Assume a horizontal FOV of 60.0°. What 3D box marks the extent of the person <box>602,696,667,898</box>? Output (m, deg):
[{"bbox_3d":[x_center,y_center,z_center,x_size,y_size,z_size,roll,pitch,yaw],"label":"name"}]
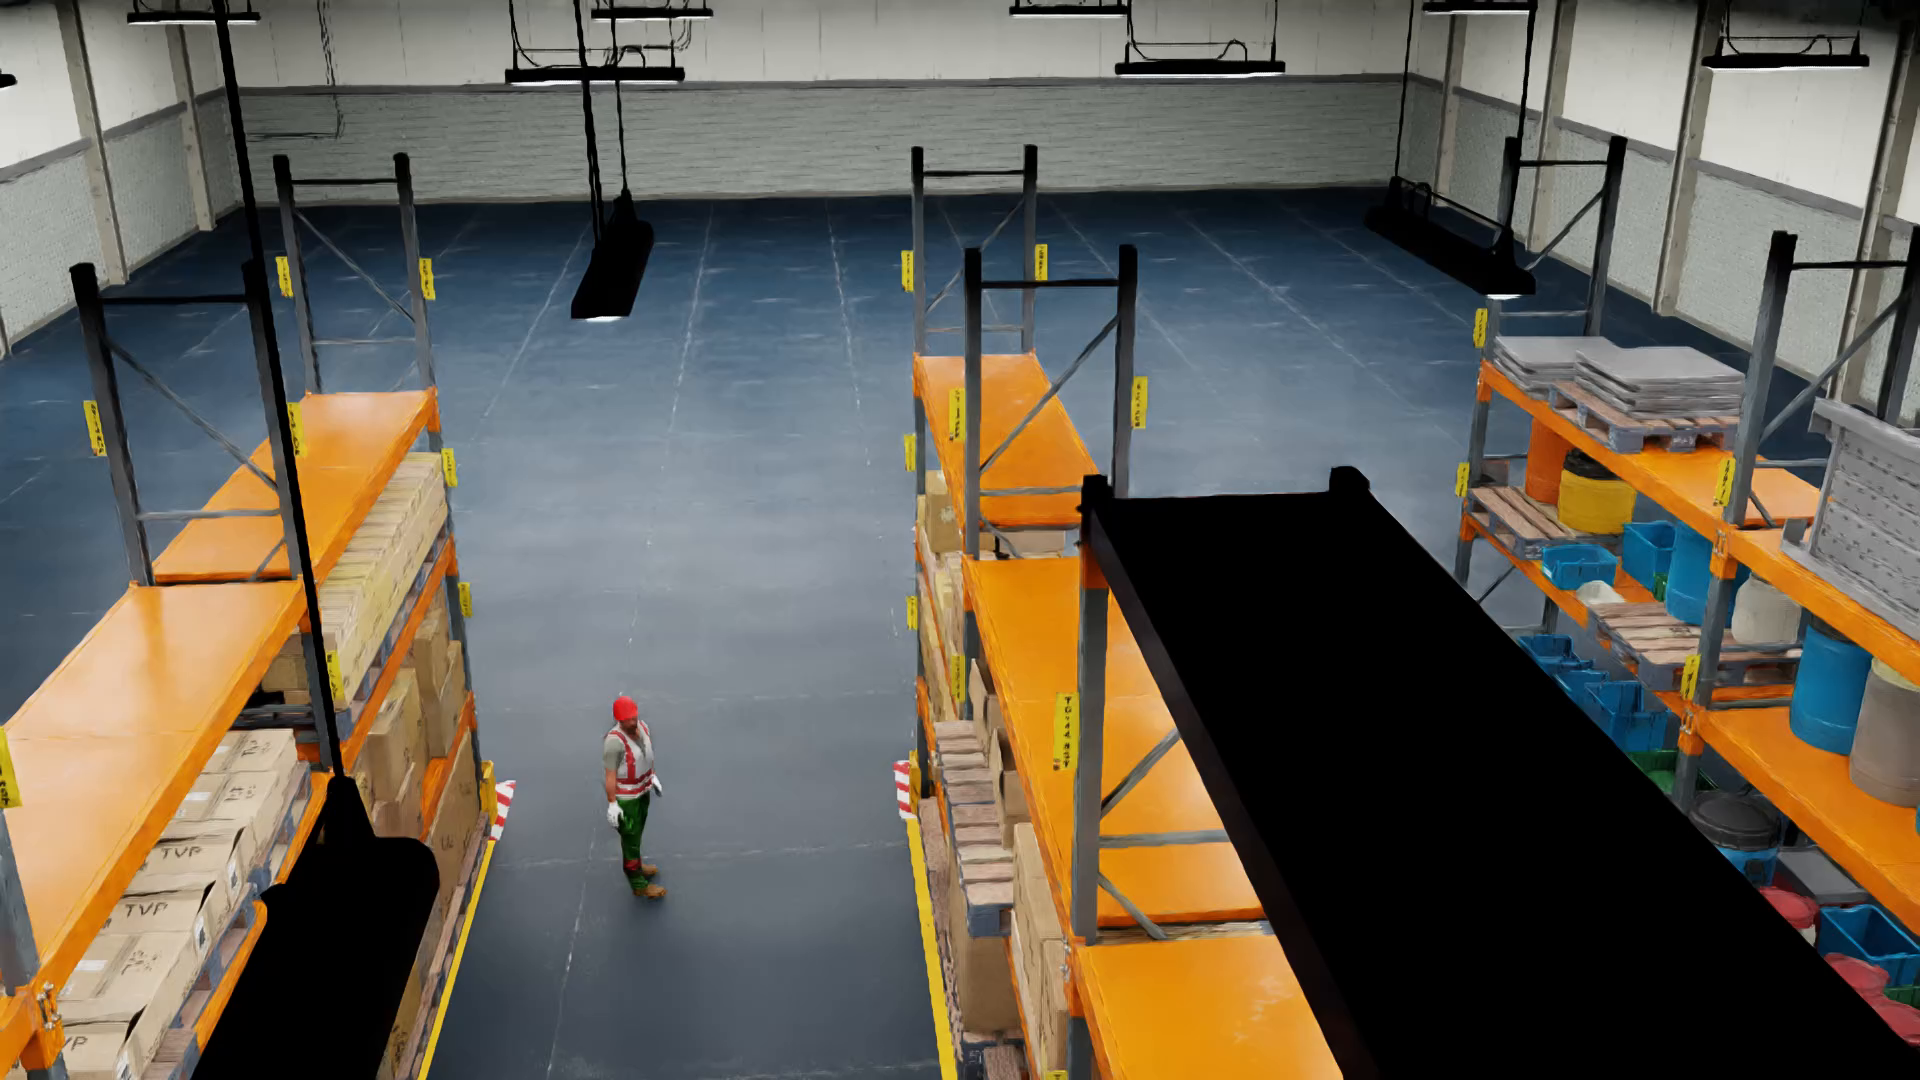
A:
[{"bbox_3d":[-2.702,2.116,13.838,0.547,1.785,0.646,9,23,21],"label":"person"}]
